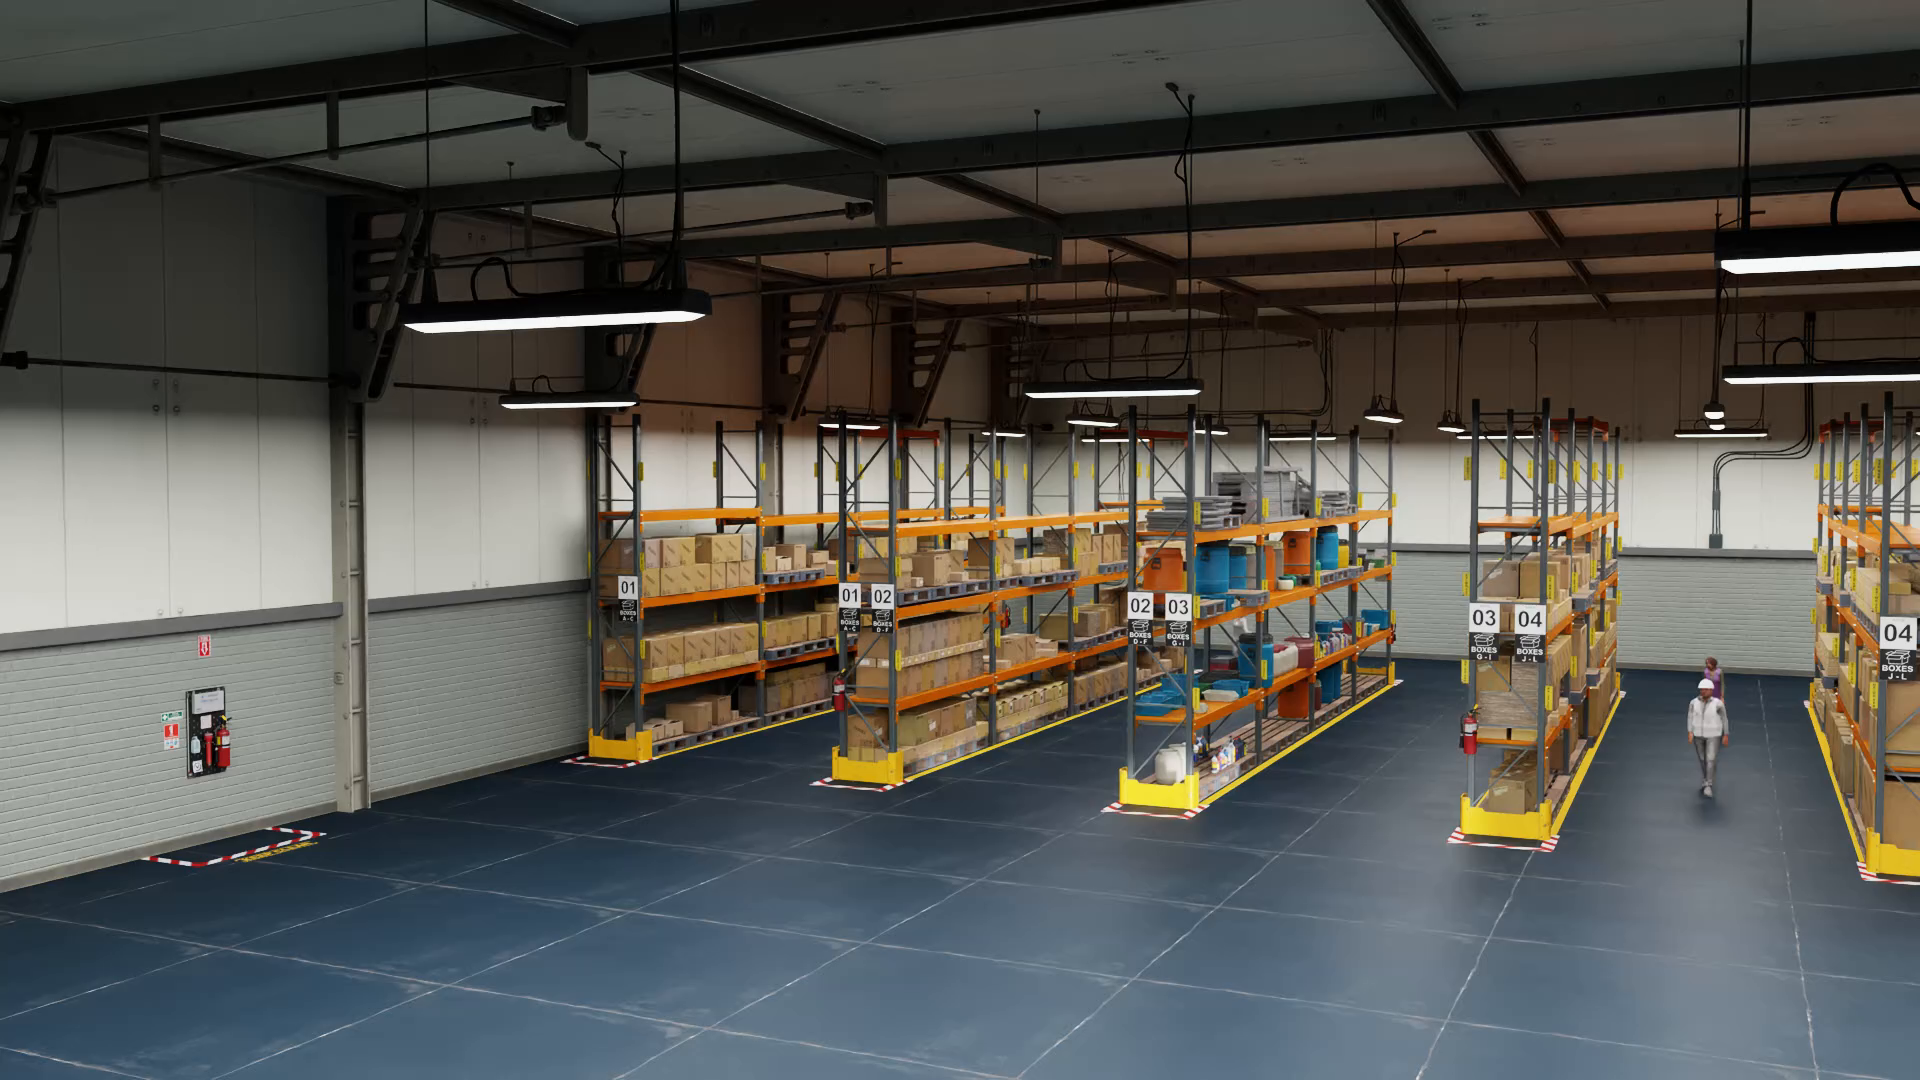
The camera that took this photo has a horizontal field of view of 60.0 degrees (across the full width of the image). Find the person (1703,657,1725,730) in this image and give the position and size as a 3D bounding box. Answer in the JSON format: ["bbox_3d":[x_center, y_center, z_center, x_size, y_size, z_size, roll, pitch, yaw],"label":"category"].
[{"bbox_3d":[14.301,2.974,31.558,0.407,1.435,0.904,1,3,32],"label":"person"}]

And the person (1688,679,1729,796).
[{"bbox_3d":[11.627,3.043,25.934,0.902,1.741,0.566,-2,3,-43],"label":"person"}]

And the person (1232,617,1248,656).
[{"bbox_3d":[7.071,2.484,41.887,0.416,1.563,0.768,1,3,23],"label":"person"}]

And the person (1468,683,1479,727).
[{"bbox_3d":[10.210,2.813,32.730,0.461,1.633,0.905,2,3,36],"label":"person"}]
